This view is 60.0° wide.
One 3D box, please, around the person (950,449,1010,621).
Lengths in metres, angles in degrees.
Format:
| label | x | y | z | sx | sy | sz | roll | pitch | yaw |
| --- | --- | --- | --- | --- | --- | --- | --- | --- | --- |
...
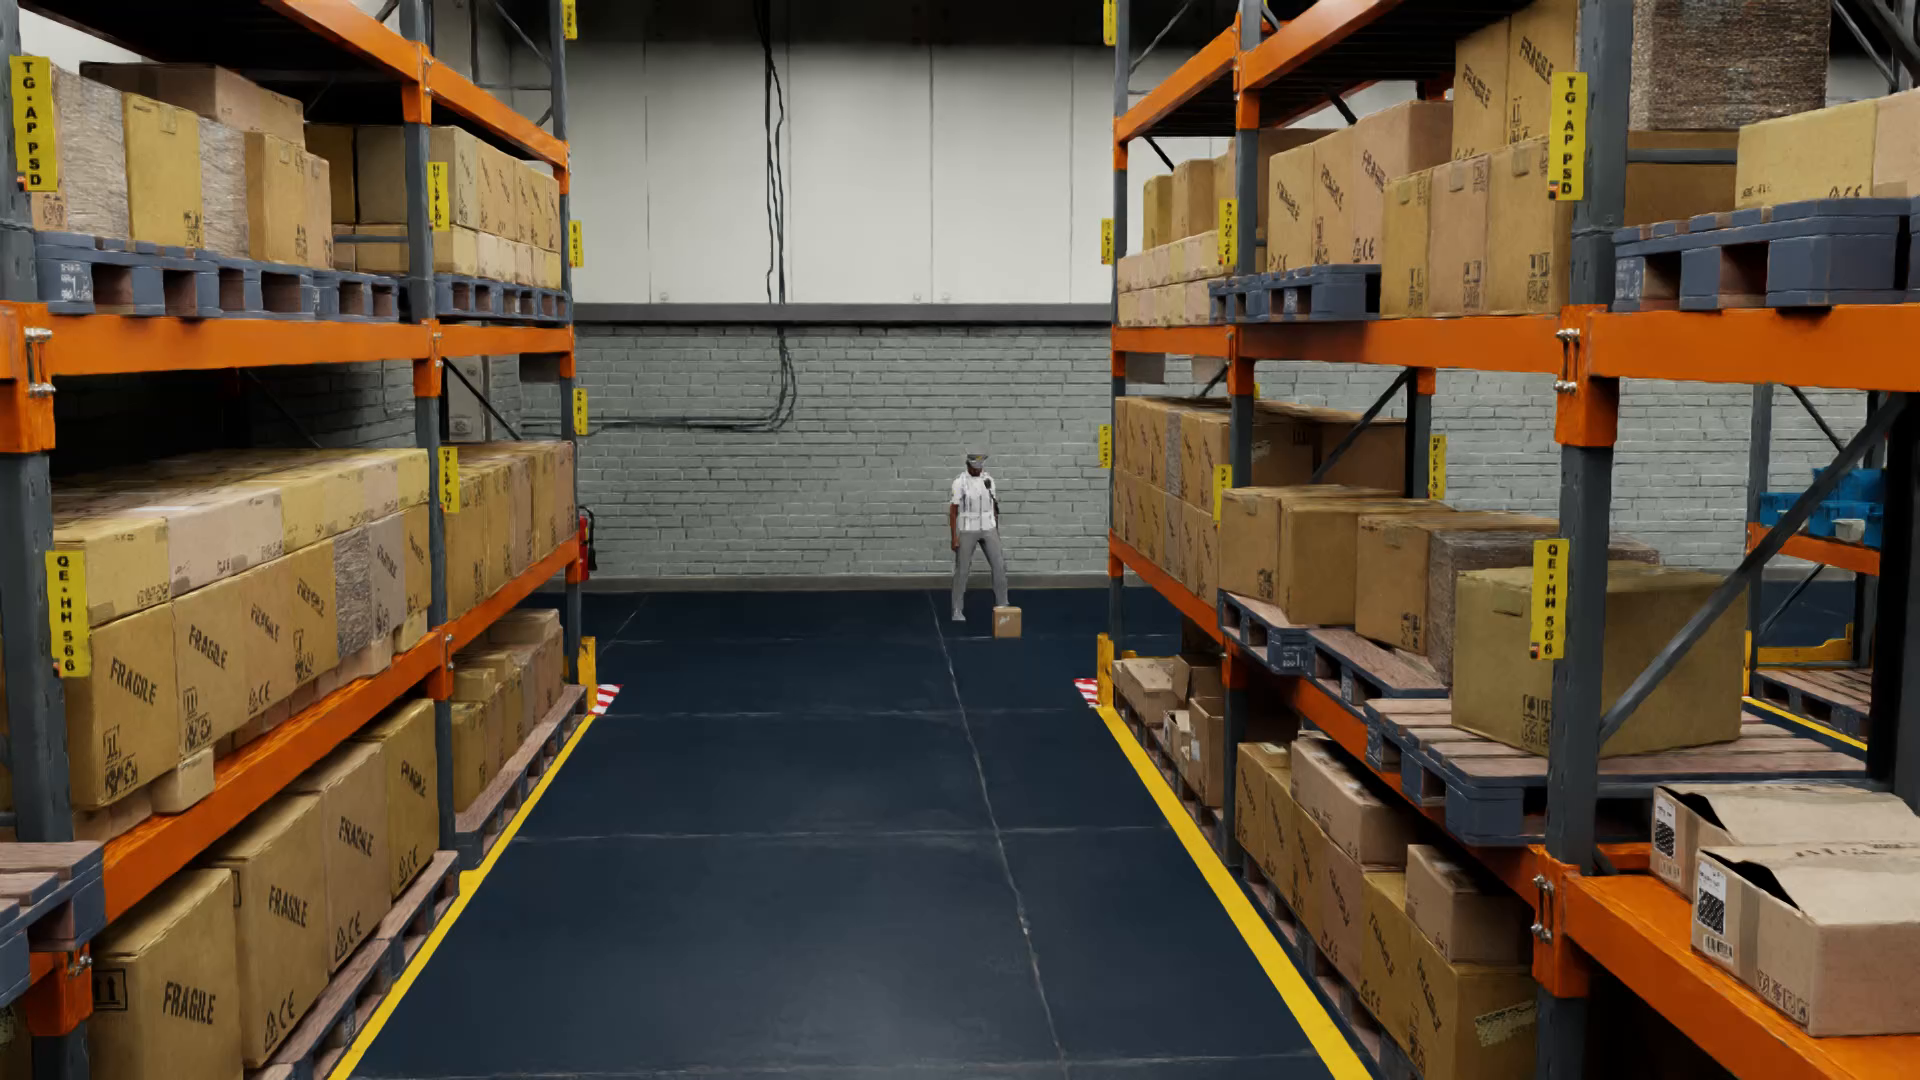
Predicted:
| label | x | y | z | sx | sy | sz | roll | pitch | yaw |
| --- | --- | --- | --- | --- | --- | --- | --- | --- | --- |
| person | 0.220 | -0.054 | 16.059 | 0.623 | 1.656 | 0.429 | -2 | 7 | -19 |
